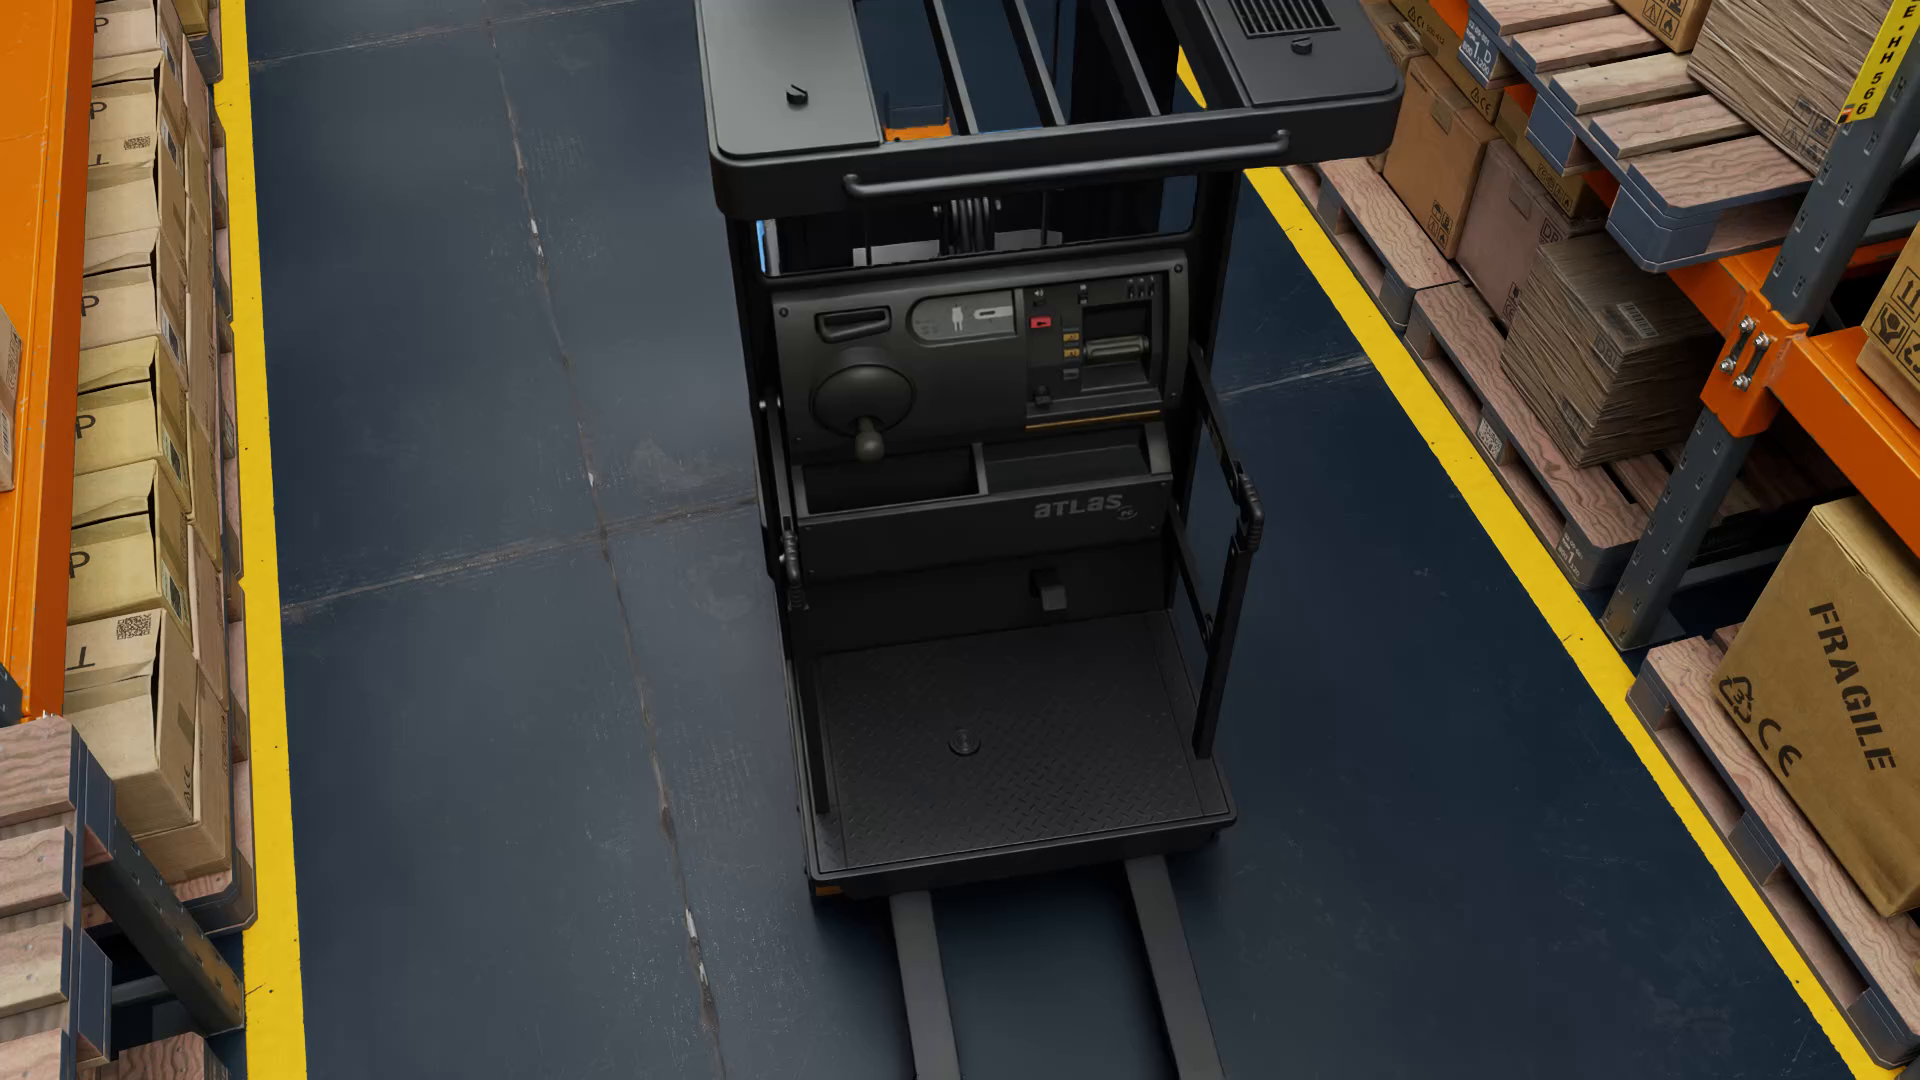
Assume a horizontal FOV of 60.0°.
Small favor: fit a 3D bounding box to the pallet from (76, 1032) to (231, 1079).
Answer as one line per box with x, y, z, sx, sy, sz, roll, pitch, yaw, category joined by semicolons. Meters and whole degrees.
-2.117;1.791;3.602;1.003;0.211;1.213;-13;51;-11;pallet

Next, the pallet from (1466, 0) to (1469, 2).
1.804;-2.159;5.234;1.003;0.211;1.213;-13;51;-11;pallet

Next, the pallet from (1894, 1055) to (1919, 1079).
2.947;1.597;3.766;1.003;0.211;1.213;-13;51;-11;pallet

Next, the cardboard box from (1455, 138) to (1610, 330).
2.125;-1.037;5.509;0.700;0.500;0.500;-13;51;-11;cardboard box

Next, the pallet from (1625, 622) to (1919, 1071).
2.590;0.707;4.516;1.003;0.211;1.213;-13;51;-11;pallet

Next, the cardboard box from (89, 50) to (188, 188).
-2.932;-1.403;5.628;0.500;0.311;0.500;-12;51;-10;cardboard box

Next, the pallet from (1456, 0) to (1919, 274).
2.116;-1.219;4.441;1.213;0.211;1.003;-13;51;-11;pallet

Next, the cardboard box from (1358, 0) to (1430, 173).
1.793;-1.760;6.119;0.700;0.500;0.500;-13;51;-11;cardboard box

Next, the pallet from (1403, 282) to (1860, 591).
2.199;-0.456;5.497;1.003;0.211;1.213;-13;51;-11;pallet

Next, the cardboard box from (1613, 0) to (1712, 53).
2.089;-1.701;4.369;0.700;0.500;0.500;-18;52;-14;cardboard box

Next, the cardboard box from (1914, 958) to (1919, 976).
2.774;0.981;3.592;0.750;0.750;0.750;-14;51;-11;cardboard box

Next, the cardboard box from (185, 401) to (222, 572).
-2.485;-0.105;4.900;0.500;0.250;0.500;-15;51;-12;cardboard box

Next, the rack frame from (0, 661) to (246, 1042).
-2.302;0.339;3.003;1.000;3.000;0.127;-13;51;-11;rack frame

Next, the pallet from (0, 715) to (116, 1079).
-2.035;0.880;2.672;1.213;0.211;1.003;-13;51;-11;pallet

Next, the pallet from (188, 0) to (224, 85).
-3.680;-2.274;7.029;1.003;0.211;1.213;-13;51;-11;pallet

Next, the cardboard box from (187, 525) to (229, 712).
-2.326;0.274;4.581;0.500;0.250;0.500;-15;51;-12;cardboard box

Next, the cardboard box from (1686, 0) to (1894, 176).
2.280;-1.299;4.030;0.700;0.500;0.500;-19;52;-15;cardboard box

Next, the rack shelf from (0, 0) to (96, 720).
-2.894;-0.890;4.509;1.077;0.370;4.000;-13;51;-11;rack shelf

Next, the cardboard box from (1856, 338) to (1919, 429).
2.305;-0.417;3.791;0.380;0.149;0.250;-14;51;-12;cardboard box

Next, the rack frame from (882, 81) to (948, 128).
-0.136;-1.040;5.440;0.200;1.050;0.008;-7;50;-6;rack frame

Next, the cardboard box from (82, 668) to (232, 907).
-2.176;0.641;4.272;0.500;0.250;0.500;-13;51;-11;cardboard box

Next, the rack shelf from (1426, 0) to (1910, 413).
1.837;-2.013;5.456;1.077;0.370;4.000;-13;51;-11;rack shelf

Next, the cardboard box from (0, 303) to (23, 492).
-2.382;-0.330;3.624;0.500;0.311;0.500;-14;51;-11;cardboard box

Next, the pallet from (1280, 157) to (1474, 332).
1.842;-1.346;6.247;1.003;0.211;1.213;-13;51;-11;pallet

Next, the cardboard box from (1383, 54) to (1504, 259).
1.951;-1.393;5.810;0.700;0.500;0.500;-14;51;-11;cardboard box

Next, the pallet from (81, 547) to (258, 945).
-2.508;0.627;4.583;1.003;0.211;1.213;-13;51;-11;pallet

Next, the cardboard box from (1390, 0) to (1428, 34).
1.771;-2.050;5.873;0.500;0.250;0.500;-15;51;-12;cardboard box

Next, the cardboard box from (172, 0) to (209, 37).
-3.333;-2.239;6.700;0.500;0.250;0.500;-13;51;-11;cardboard box

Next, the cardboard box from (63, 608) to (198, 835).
-2.176;0.460;4.057;0.500;0.311;0.500;-12;51;-10;cardboard box

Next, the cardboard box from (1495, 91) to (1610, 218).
2.058;-1.307;5.246;0.500;0.250;0.500;-12;51;-10;cardboard box

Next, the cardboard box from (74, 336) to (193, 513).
-2.488;-0.295;4.694;0.500;0.311;0.500;-15;51;-12;cardboard box

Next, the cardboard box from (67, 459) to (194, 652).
-2.340;0.078;4.379;0.500;0.311;0.500;-14;51;-12;cardboard box

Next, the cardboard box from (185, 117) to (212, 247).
-2.938;-1.225;5.844;0.500;0.250;0.500;-14;51;-12;cardboard box

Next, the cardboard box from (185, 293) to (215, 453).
-2.637;-0.479;5.216;0.500;0.250;0.500;-12;51;-10;cardboard box

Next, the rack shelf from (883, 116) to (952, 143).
-0.116;-1.124;5.154;0.215;0.259;0.240;-7;50;-6;rack shelf

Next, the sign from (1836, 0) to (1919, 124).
1.913;-1.002;3.428;0.100;0.325;0.005;-13;51;-11;sign

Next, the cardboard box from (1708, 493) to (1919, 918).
2.521;0.340;4.133;0.750;0.750;0.750;-14;51;-11;cardboard box

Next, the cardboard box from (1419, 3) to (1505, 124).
1.901;-1.681;5.562;0.500;0.250;0.500;-14;51;-11;cardboard box

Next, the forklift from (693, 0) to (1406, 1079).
0.093;-0.304;3.589;1.130;2.935;3.031;-7;50;-6;forklift

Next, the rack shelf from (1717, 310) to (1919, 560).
3.020;0.908;2.993;1.077;0.370;4.000;-13;51;-11;rack shelf

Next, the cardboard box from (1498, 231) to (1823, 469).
2.166;-0.634;5.170;0.700;0.500;0.500;-13;51;-10;cardboard box

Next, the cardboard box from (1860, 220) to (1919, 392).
2.328;-0.506;3.442;0.500;0.500;0.500;-12;51;-10;cardboard box

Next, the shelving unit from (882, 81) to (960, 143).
-0.116;-0.948;5.363;0.215;1.050;0.252;-7;50;-6;shelving unit

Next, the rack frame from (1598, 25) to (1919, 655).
2.429;-0.784;3.949;1.000;3.000;0.127;-13;51;-11;rack frame

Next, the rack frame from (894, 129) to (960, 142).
-0.096;-0.856;5.285;0.200;1.050;0.008;-7;50;-6;rack frame

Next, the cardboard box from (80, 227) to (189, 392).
-2.641;-0.670;5.010;0.500;0.311;0.500;-14;51;-11;cardboard box

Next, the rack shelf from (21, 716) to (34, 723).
-1.711;2.031;2.046;1.077;0.370;4.000;-13;51;-11;rack shelf

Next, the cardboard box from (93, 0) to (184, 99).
-3.091;-1.782;5.947;0.500;0.311;0.500;-13;51;-11;cardboard box

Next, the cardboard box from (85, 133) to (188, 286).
-2.786;-1.038;5.320;0.500;0.311;0.500;-13;51;-11;cardboard box

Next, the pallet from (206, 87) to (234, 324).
-3.230;-1.155;6.085;1.003;0.211;1.213;-13;51;-11;pallet

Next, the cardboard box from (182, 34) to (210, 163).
-3.085;-1.595;6.156;0.500;0.250;0.500;-14;51;-11;cardboard box

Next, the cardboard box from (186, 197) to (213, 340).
-2.786;-0.851;5.529;0.500;0.250;0.500;-12;51;-10;cardboard box

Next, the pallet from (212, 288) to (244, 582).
-2.865;-0.262;5.333;1.003;0.211;1.213;-13;51;-11;pallet

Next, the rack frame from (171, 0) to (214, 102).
-3.485;-2.583;5.466;1.000;3.000;0.127;-13;51;-11;rack frame
